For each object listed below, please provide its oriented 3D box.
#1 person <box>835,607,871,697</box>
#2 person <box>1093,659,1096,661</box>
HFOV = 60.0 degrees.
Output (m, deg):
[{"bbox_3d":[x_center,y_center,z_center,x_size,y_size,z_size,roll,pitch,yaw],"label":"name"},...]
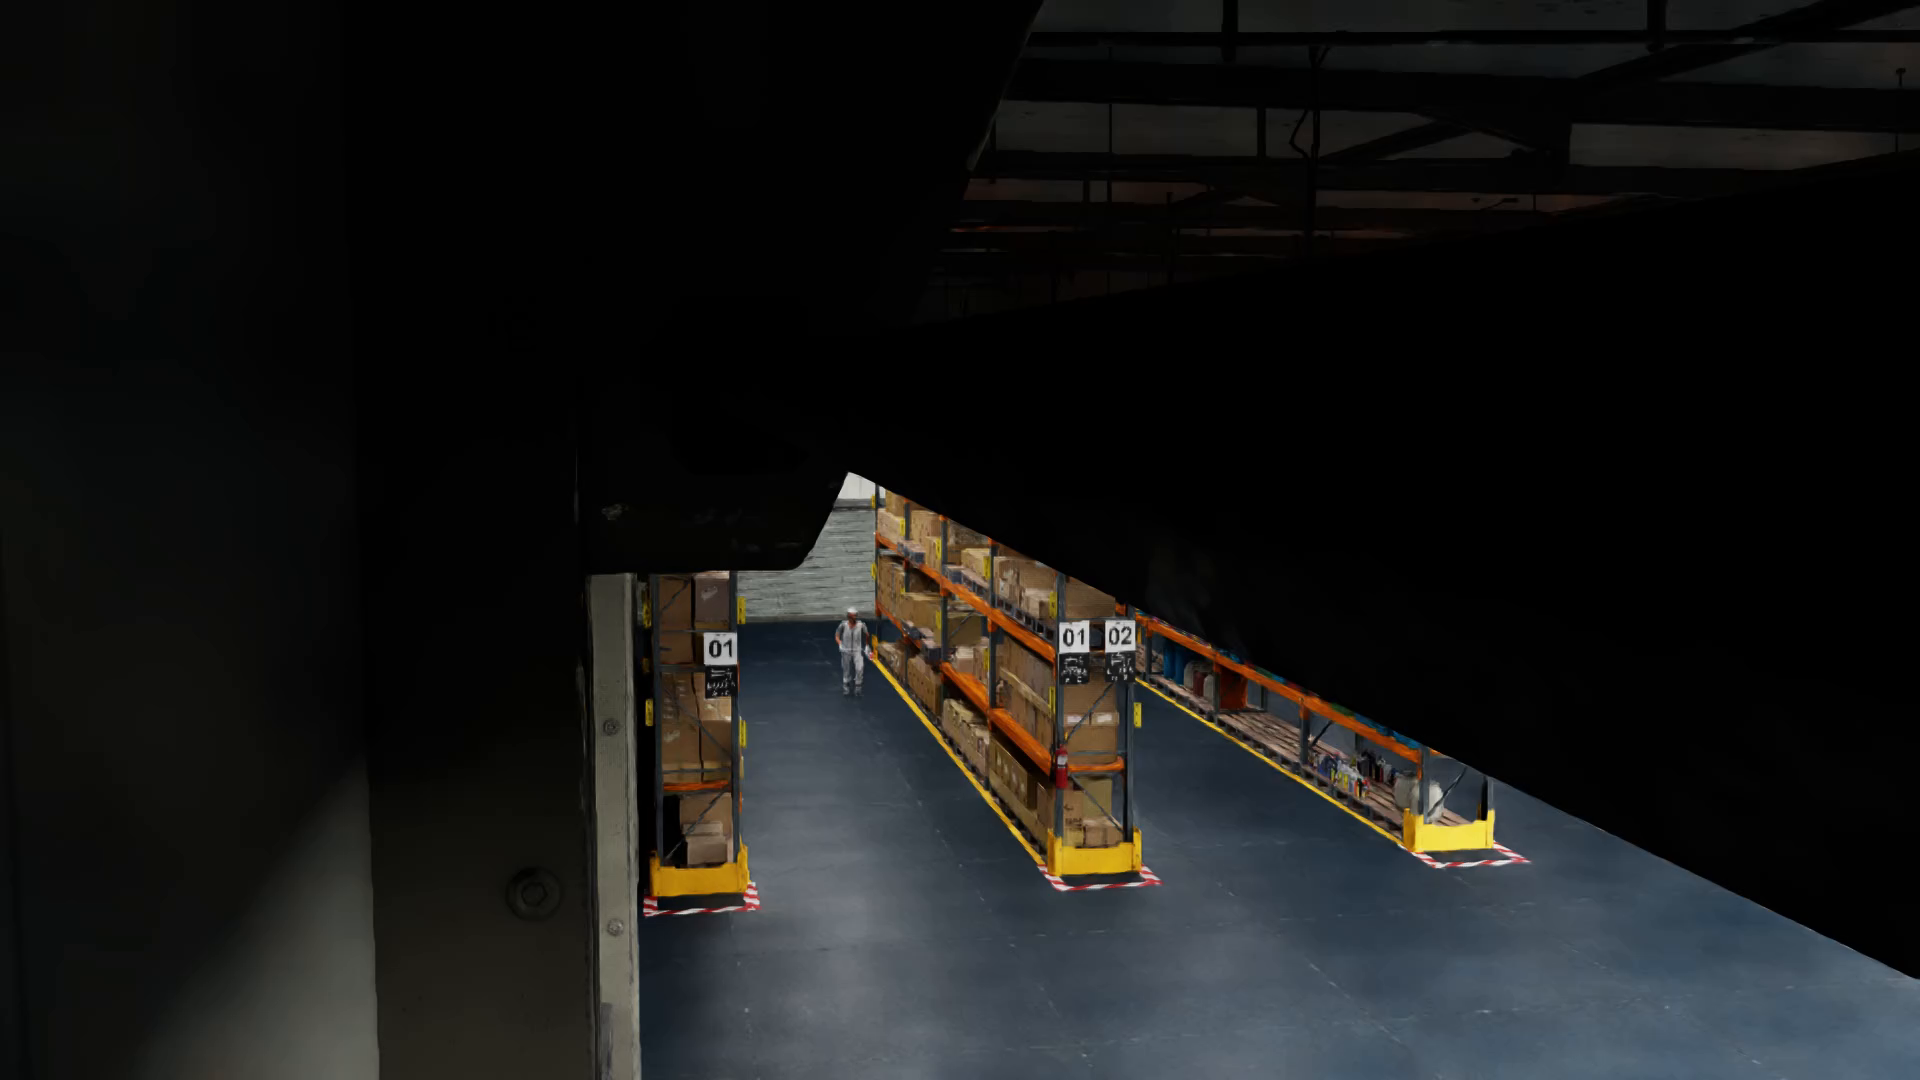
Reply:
[{"bbox_3d":[-2.071,2.157,32.263,0.709,1.751,0.680,-1,6,-7],"label":"person"},{"bbox_3d":[2.213,2.608,29.071,0.413,1.349,0.478,-4,7,-36],"label":"person"}]
